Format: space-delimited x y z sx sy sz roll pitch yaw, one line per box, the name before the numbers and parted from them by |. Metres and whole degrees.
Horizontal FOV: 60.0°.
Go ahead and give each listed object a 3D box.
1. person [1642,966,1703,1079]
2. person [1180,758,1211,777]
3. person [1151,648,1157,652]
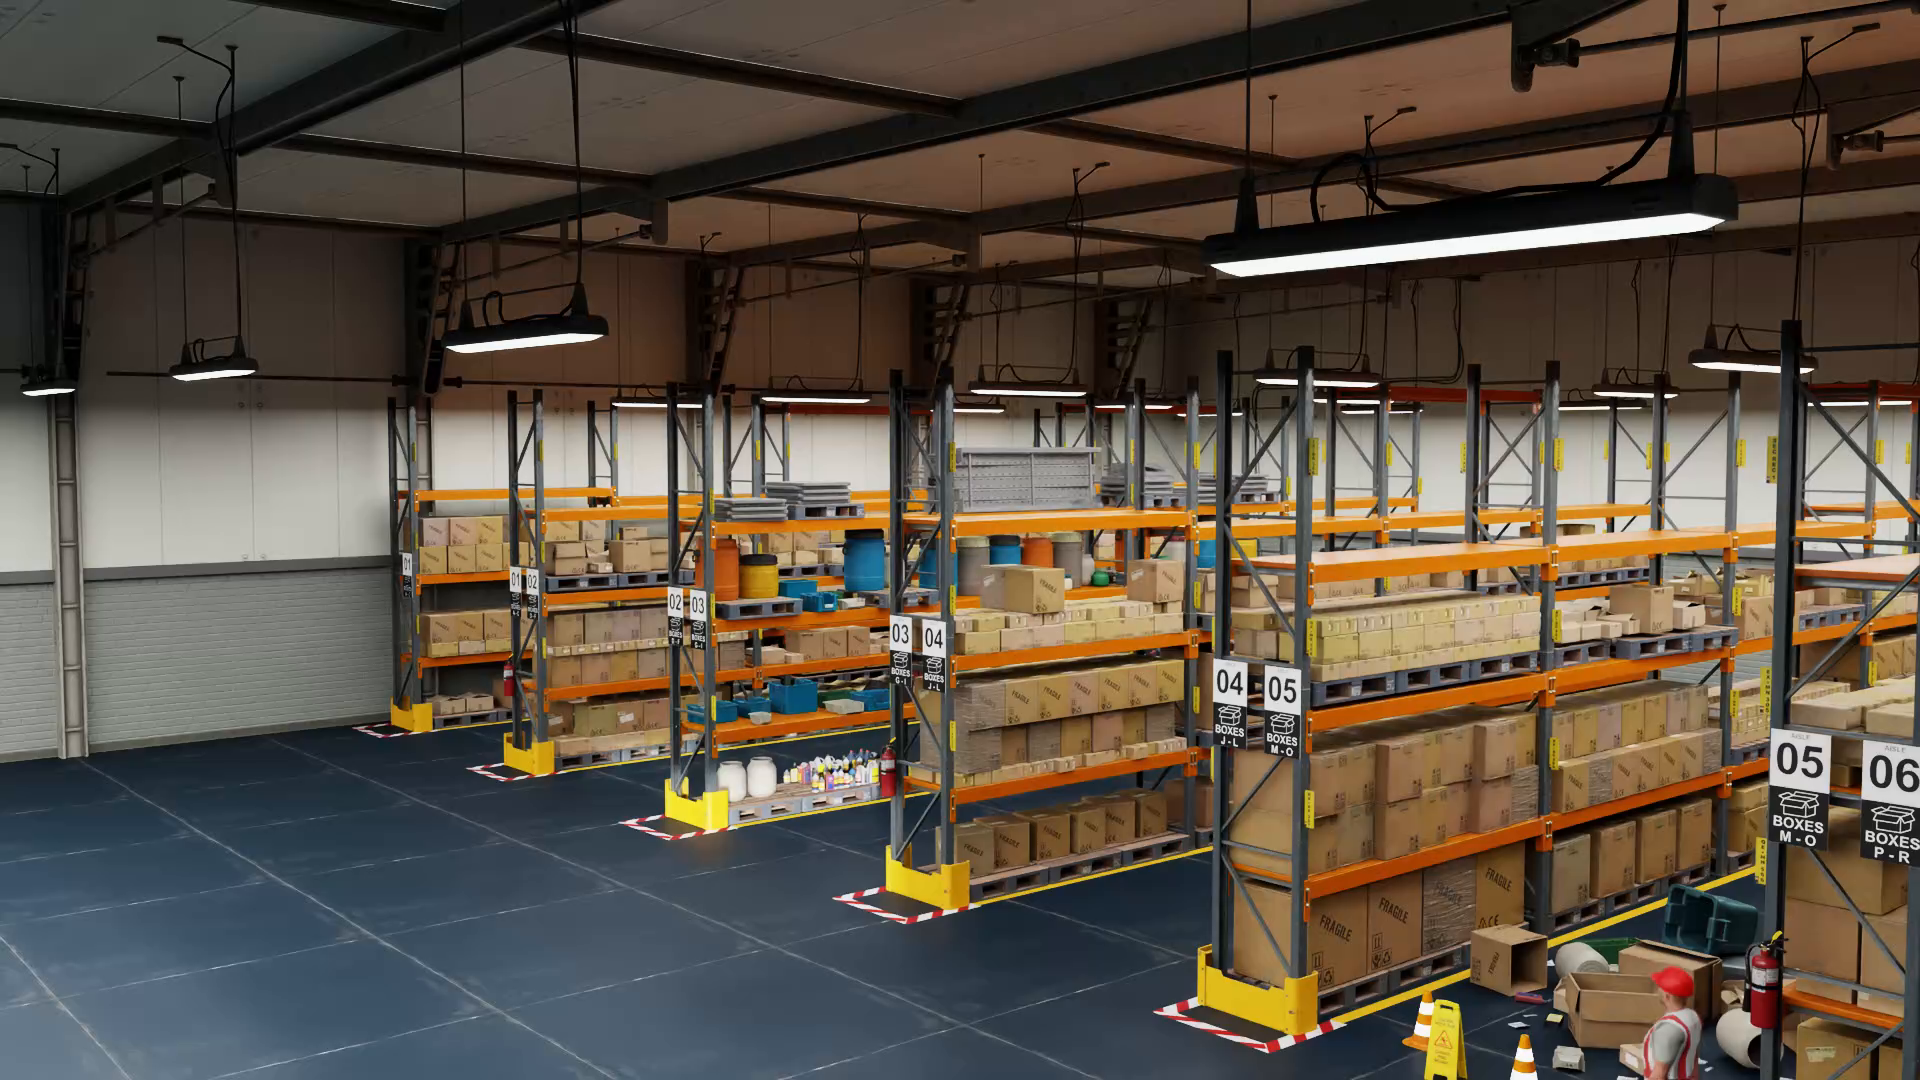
person | 4.627 3.650 10.787 0.930 1.772 0.505 1 4 20
person | 3.590 2.853 25.230 0.526 1.696 0.420 -1 4 -19
person | 3.932 2.510 31.941 0.724 1.694 0.567 -2 4 -35
